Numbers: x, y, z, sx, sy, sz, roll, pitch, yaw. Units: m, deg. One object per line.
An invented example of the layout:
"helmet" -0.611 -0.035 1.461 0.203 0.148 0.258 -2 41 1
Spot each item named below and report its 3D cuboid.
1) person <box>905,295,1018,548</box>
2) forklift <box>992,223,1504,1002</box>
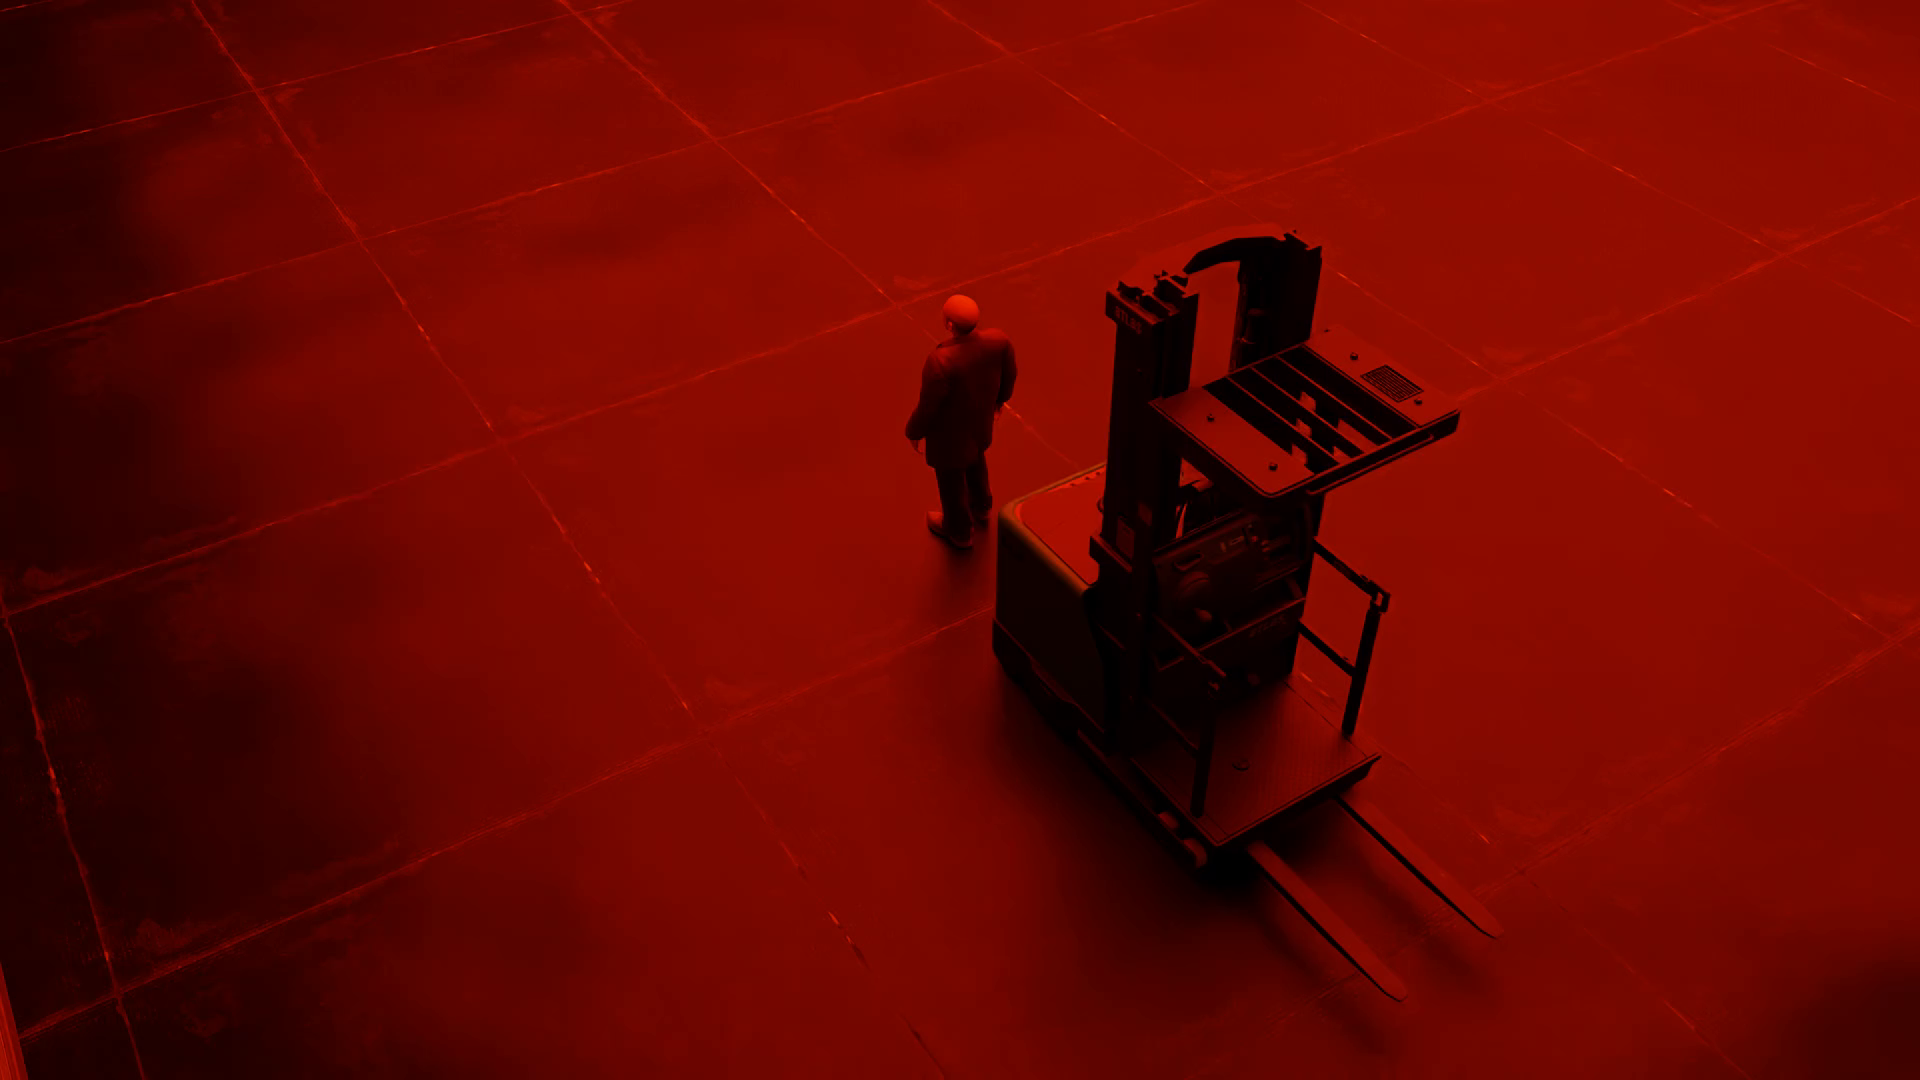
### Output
"person" -0.047 -0.728 9.569 0.696 1.778 0.580 -23 46 -24
"forklift" 1.408 0.167 7.679 1.130 2.935 3.031 -23 46 -24
